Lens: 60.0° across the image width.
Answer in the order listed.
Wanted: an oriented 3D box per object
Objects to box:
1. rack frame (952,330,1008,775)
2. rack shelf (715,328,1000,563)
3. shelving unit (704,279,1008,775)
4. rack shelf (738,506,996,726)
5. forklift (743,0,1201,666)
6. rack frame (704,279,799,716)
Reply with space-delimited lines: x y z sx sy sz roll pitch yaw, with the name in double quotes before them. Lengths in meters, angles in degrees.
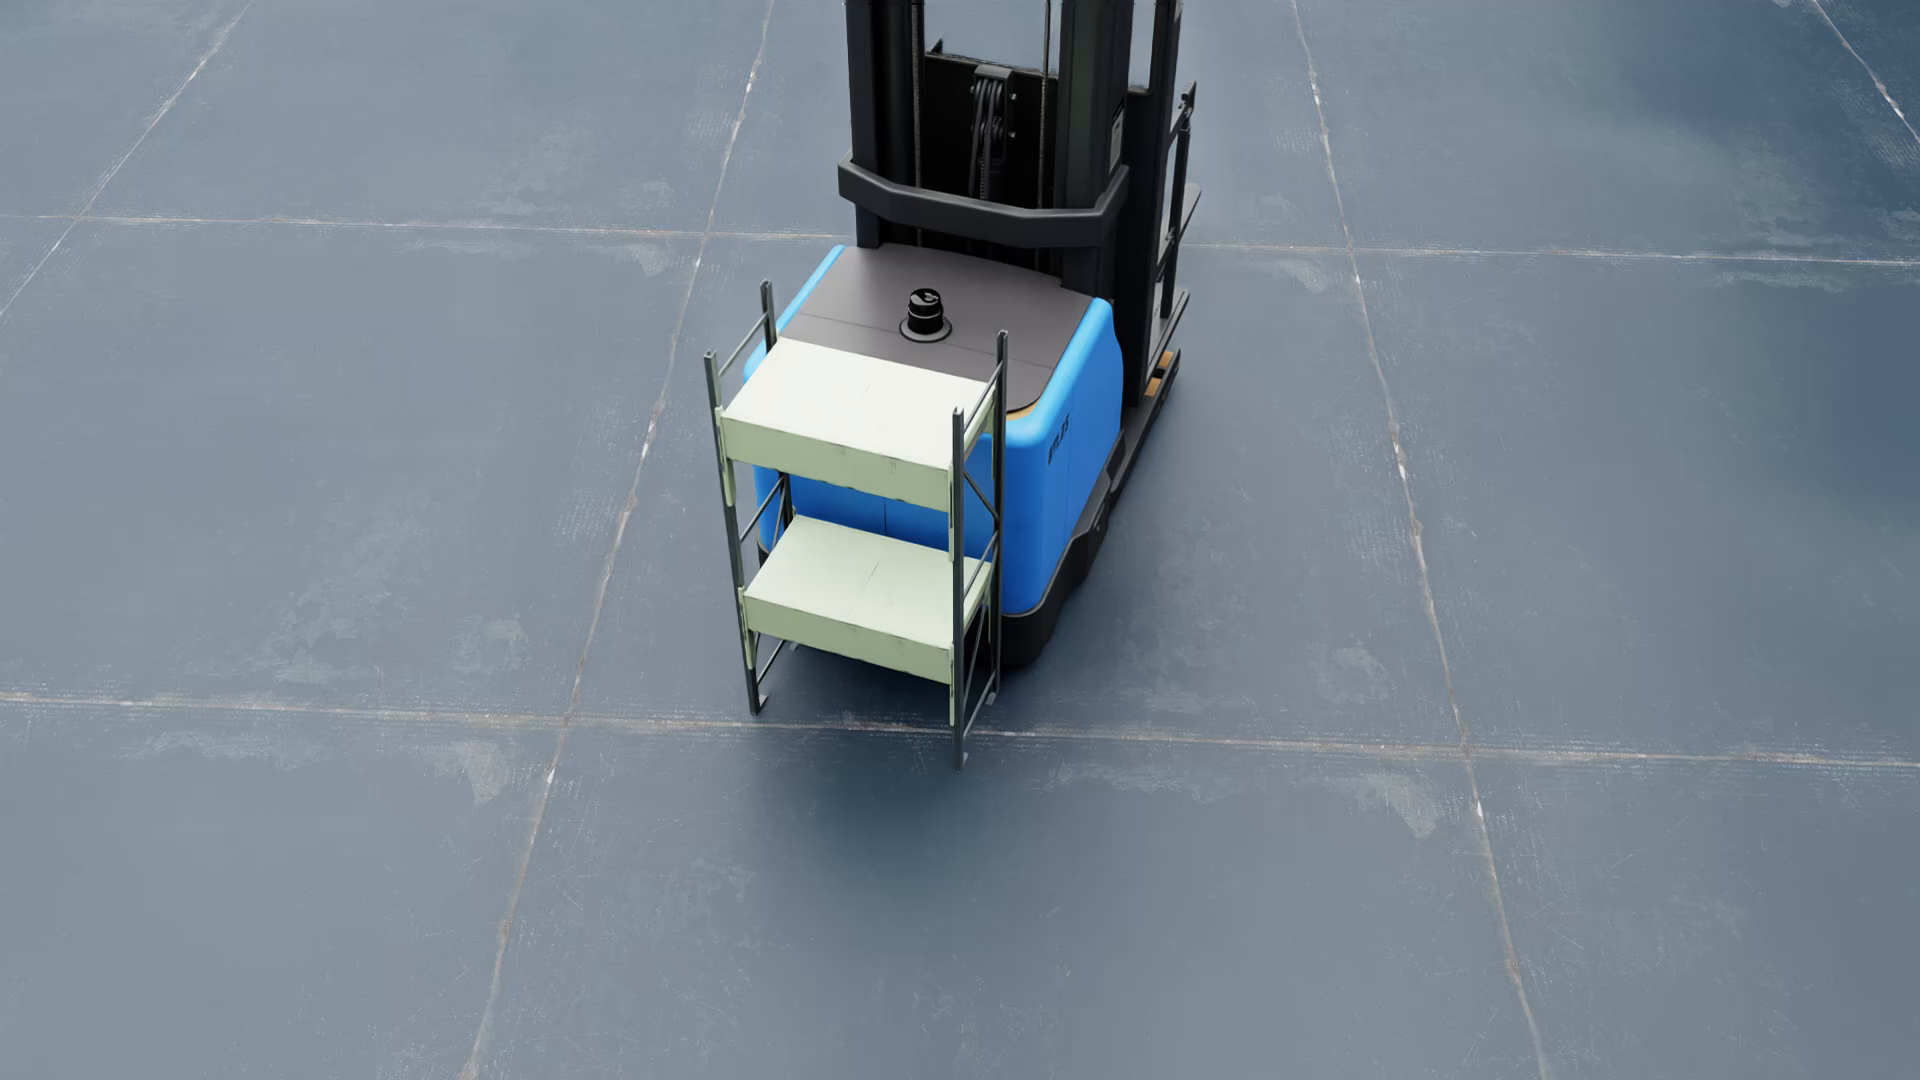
"rack frame" 0.057 0.087 5.056 0.023 1.500 0.400 14 45 15
"rack shelf" -0.286 -0.284 4.882 0.720 0.370 0.431 14 45 15
"shelving unit" -0.286 0.001 5.148 0.755 1.500 0.431 14 45 15
"rack shelf" -0.286 0.239 5.371 0.720 0.370 0.431 14 45 15
"forklift" 0.274 -1.661 5.883 1.130 2.935 3.031 14 45 15
"rack frame" -0.630 -0.085 5.241 0.023 1.500 0.400 14 45 15
